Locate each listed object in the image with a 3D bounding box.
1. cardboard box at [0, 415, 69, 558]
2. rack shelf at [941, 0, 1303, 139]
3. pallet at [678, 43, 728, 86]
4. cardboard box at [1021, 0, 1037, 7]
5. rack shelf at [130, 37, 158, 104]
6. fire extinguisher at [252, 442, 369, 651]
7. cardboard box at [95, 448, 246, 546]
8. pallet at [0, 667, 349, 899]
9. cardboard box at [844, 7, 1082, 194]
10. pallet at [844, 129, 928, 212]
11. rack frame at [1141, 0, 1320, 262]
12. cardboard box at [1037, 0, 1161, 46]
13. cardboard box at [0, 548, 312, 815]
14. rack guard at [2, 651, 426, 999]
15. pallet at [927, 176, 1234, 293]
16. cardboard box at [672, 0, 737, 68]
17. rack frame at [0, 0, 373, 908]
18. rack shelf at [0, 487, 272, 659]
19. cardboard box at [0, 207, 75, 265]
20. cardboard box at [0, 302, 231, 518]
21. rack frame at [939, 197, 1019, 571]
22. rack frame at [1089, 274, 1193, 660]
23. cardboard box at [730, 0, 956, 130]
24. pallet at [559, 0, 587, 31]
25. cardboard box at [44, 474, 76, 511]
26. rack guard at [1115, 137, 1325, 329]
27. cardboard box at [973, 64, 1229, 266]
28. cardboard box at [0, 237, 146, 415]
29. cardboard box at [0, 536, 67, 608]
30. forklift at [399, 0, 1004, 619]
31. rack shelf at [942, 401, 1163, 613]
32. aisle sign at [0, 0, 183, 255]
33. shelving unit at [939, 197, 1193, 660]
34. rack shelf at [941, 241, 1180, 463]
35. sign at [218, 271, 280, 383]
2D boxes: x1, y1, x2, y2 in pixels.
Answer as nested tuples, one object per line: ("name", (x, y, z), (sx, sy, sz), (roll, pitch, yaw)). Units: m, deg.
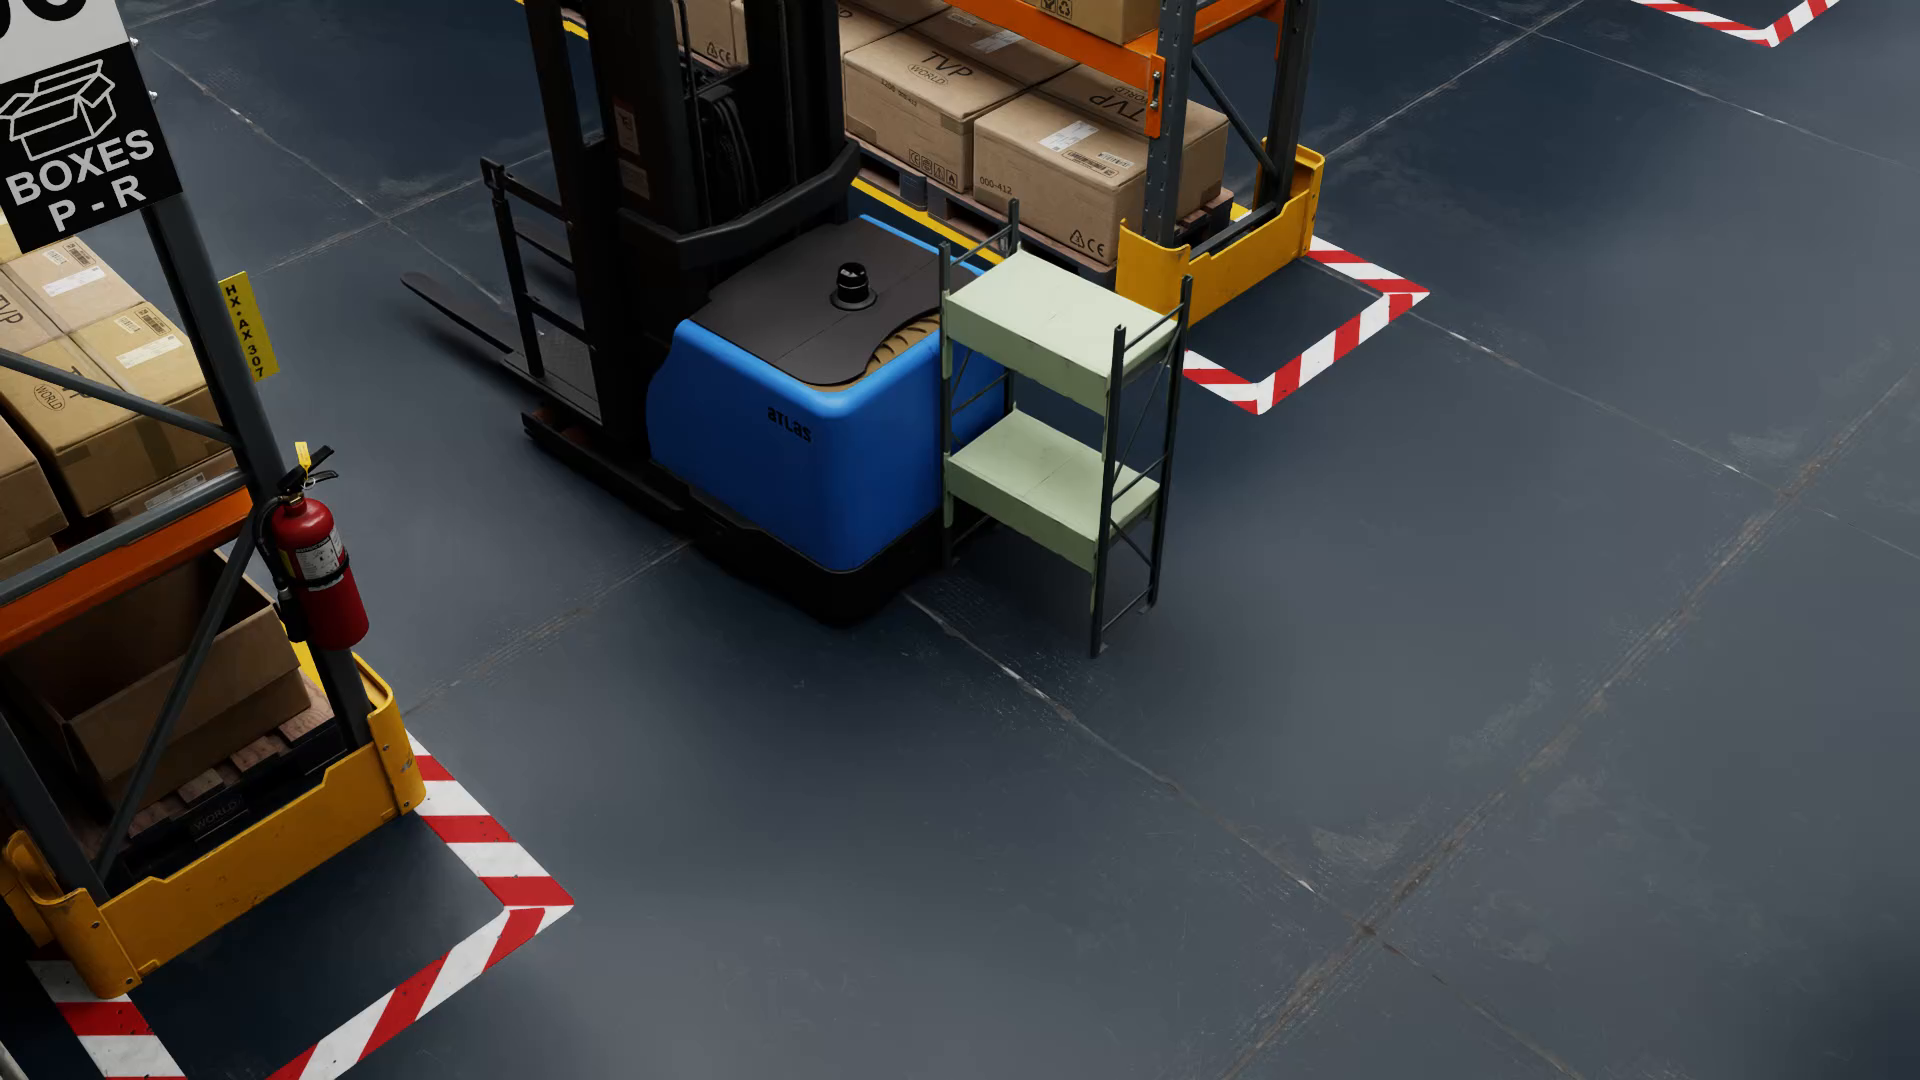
("cardboard box", (-2.811, -0.134, 4.520), (0.500, 0.250, 0.500), (-33, 52, -30))
("rack shelf", (-0.199, -3.063, 8.329), (1.077, 0.370, 4.000), (-34, 53, -31))
("pallet", (-1.130, -2.861, 9.636), (1.003, 0.211, 1.213), (-34, 53, -31))
("cardboard box", (0.341, -2.756, 7.394), (0.500, 0.500, 0.500), (33, 52, 31))
("rack shelf", (-3.711, -1.784, 4.735), (1.077, 0.370, 4.000), (-34, 53, -31))
("fire extinguisher", (-1.867, 0.029, 4.785), (0.296, 0.674, 0.183), (-34, 53, -31))
("cardboard box", (-2.337, -0.183, 4.867), (0.250, 0.149, 0.380), (34, 52, 31))
("pallet", (-2.916, 0.620, 5.869), (1.003, 0.211, 1.213), (-34, 53, -31))
("cardboard box", (0.024, -2.284, 8.535), (0.875, 0.438, 0.875), (-33, 52, -30))
("pallet", (-0.264, -2.275, 9.001), (1.003, 0.211, 1.213), (-34, 53, -31))
("rack frame", (1.213, -2.366, 7.045), (1.000, 3.000, 0.127), (-34, 53, -31))
("cardboard box", (0.685, -2.508, 7.125), (0.500, 0.500, 0.500), (-34, 52, -31))
("cardboard box", (-2.663, 0.438, 5.541), (0.637, 0.503, 0.797), (32, 52, 30))
("rack guard", (-2.352, 0.896, 5.357), (1.175, 0.500, 0.348), (-34, 53, -31))
("pallet", (0.593, -1.689, 8.367), (1.003, 0.211, 1.213), (-34, 53, -31))
("cardboard box", (-1.244, -3.148, 9.470), (0.875, 0.438, 0.875), (33, 52, 31))
("rack frame", (-2.299, 0.014, 4.469), (1.000, 3.000, 0.127), (-34, 53, -31))
("rack shelf", (-3.711, -0.682, 5.753), (1.077, 0.370, 4.000), (-34, 53, -31))
("cardboard box", (-3.145, -0.871, 5.318), (0.500, 0.250, 0.500), (33, 52, 31))
("cardboard box", (-2.428, -0.387, 4.794), (0.500, 0.250, 0.500), (-34, 52, -31))
("rack frame", (0.067, -0.534, 6.167), (0.023, 1.500, 0.400), (30, 51, 29))
("rack frame", (0.622, -0.209, 5.816), (0.023, 1.500, 0.400), (30, 51, 29))
("cardboard box", (-0.612, -2.718, 9.005), (0.875, 0.438, 0.875), (33, 52, 30))
("pallet", (-2.210, -3.599, 10.434), (1.003, 0.211, 1.213), (-34, 53, -31))
("cardboard box", (-2.549, -0.283, 4.976), (0.380, 0.149, 0.250), (-33, 52, -30))
("rack guard", (1.230, -1.437, 7.881), (1.175, 0.500, 0.348), (-34, 53, -31))
("cardboard box", (0.676, -1.849, 8.064), (0.875, 0.438, 0.875), (32, 52, 30))
("cardboard box", (-2.784, -0.629, 5.056), (0.500, 0.250, 0.500), (-34, 52, -31))
("cardboard box", (-2.723, 0.076, 4.587), (0.250, 0.149, 0.380), (34, 52, 31))
("forklift", (-1.231, -1.635, 6.305), (3.031, 2.935, 1.130), (30, 51, 29))
("rack shelf", (0.344, -0.132, 6.213), (0.720, 0.370, 0.431), (30, 51, 29))
("aisle sign", (-2.043, -1.048, 3.703), (0.394, 0.787, 0.004), (-34, 53, -31))
("shelving unit", (0.344, -0.372, 5.992), (0.755, 1.500, 0.431), (30, 51, 29))
("rack shelf", (0.344, -0.658, 5.727), (0.720, 0.370, 0.431), (30, 51, 29))
("sign", (-1.915, -0.564, 4.457), (0.100, 0.325, 0.005), (-34, 53, -31))
